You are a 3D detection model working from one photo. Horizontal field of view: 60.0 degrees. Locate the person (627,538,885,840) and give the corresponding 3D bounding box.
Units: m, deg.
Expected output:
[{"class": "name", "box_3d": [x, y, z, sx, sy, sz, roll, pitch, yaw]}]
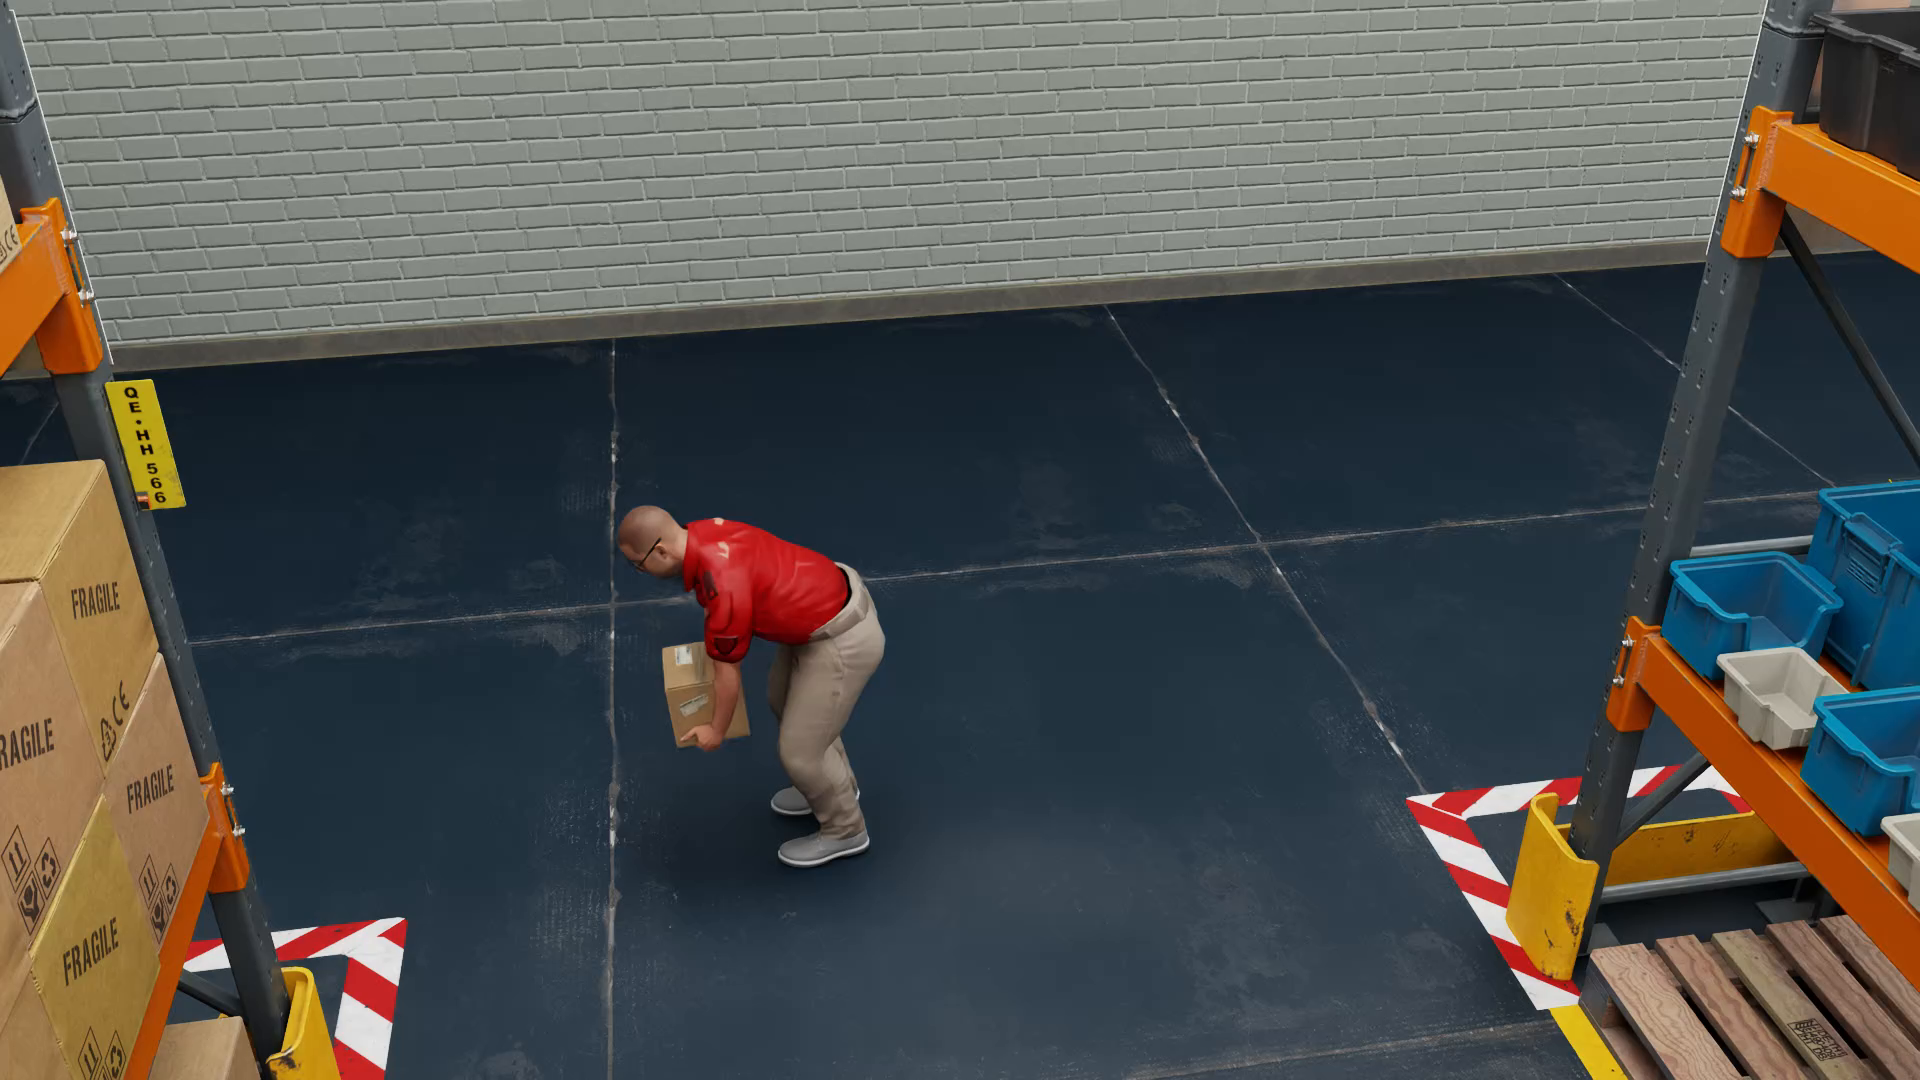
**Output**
[{"class": "person", "box_3d": [-0.670, 0.456, 5.680, 0.821, 1.255, 0.482, -6, 31, -10]}]
